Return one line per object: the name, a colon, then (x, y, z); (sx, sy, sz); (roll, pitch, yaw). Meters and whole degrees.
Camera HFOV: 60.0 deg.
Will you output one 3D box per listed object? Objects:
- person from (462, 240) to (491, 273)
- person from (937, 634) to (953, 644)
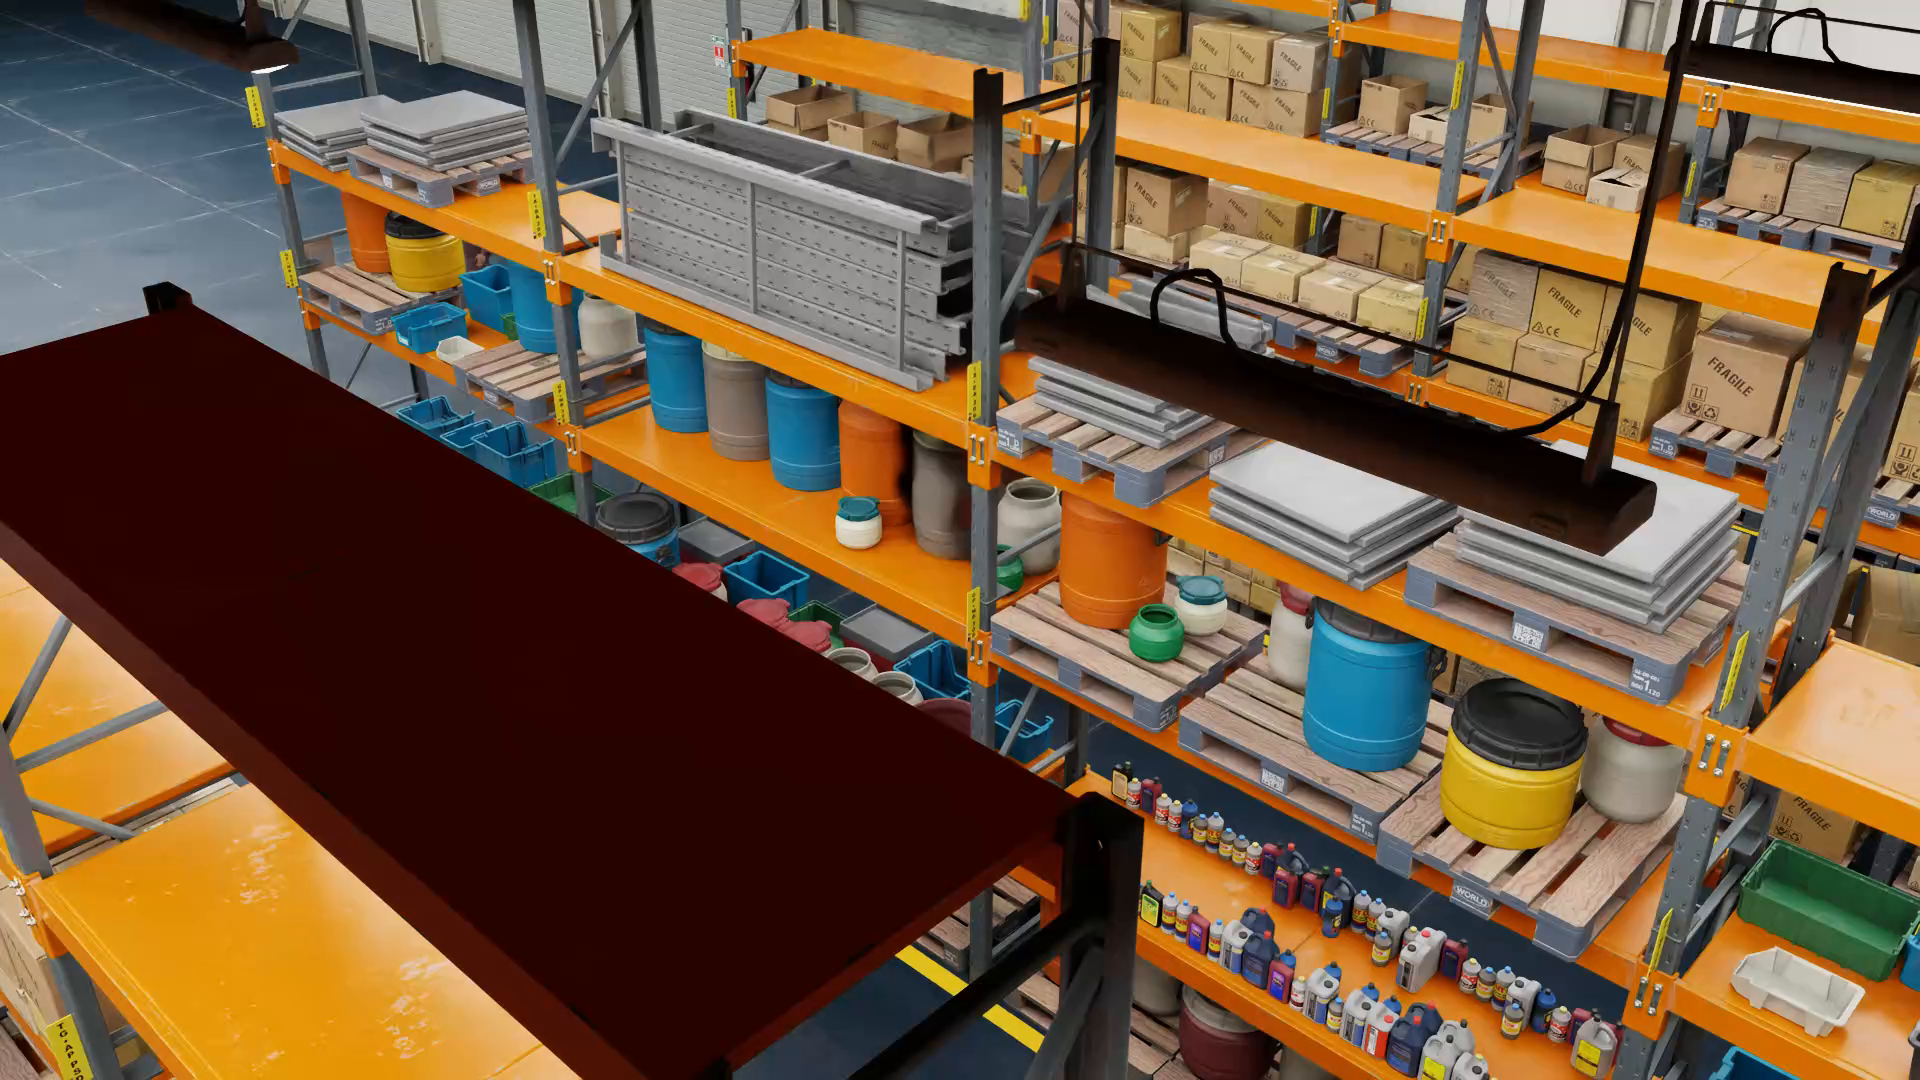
person: (-5.964, -3.477, 20.581); (0.965, 1.759, 0.718); (-16, 33, -26)
person: (-0.334, 0.150, 14.139); (0.886, 1.772, 0.686); (25, 38, 37)
